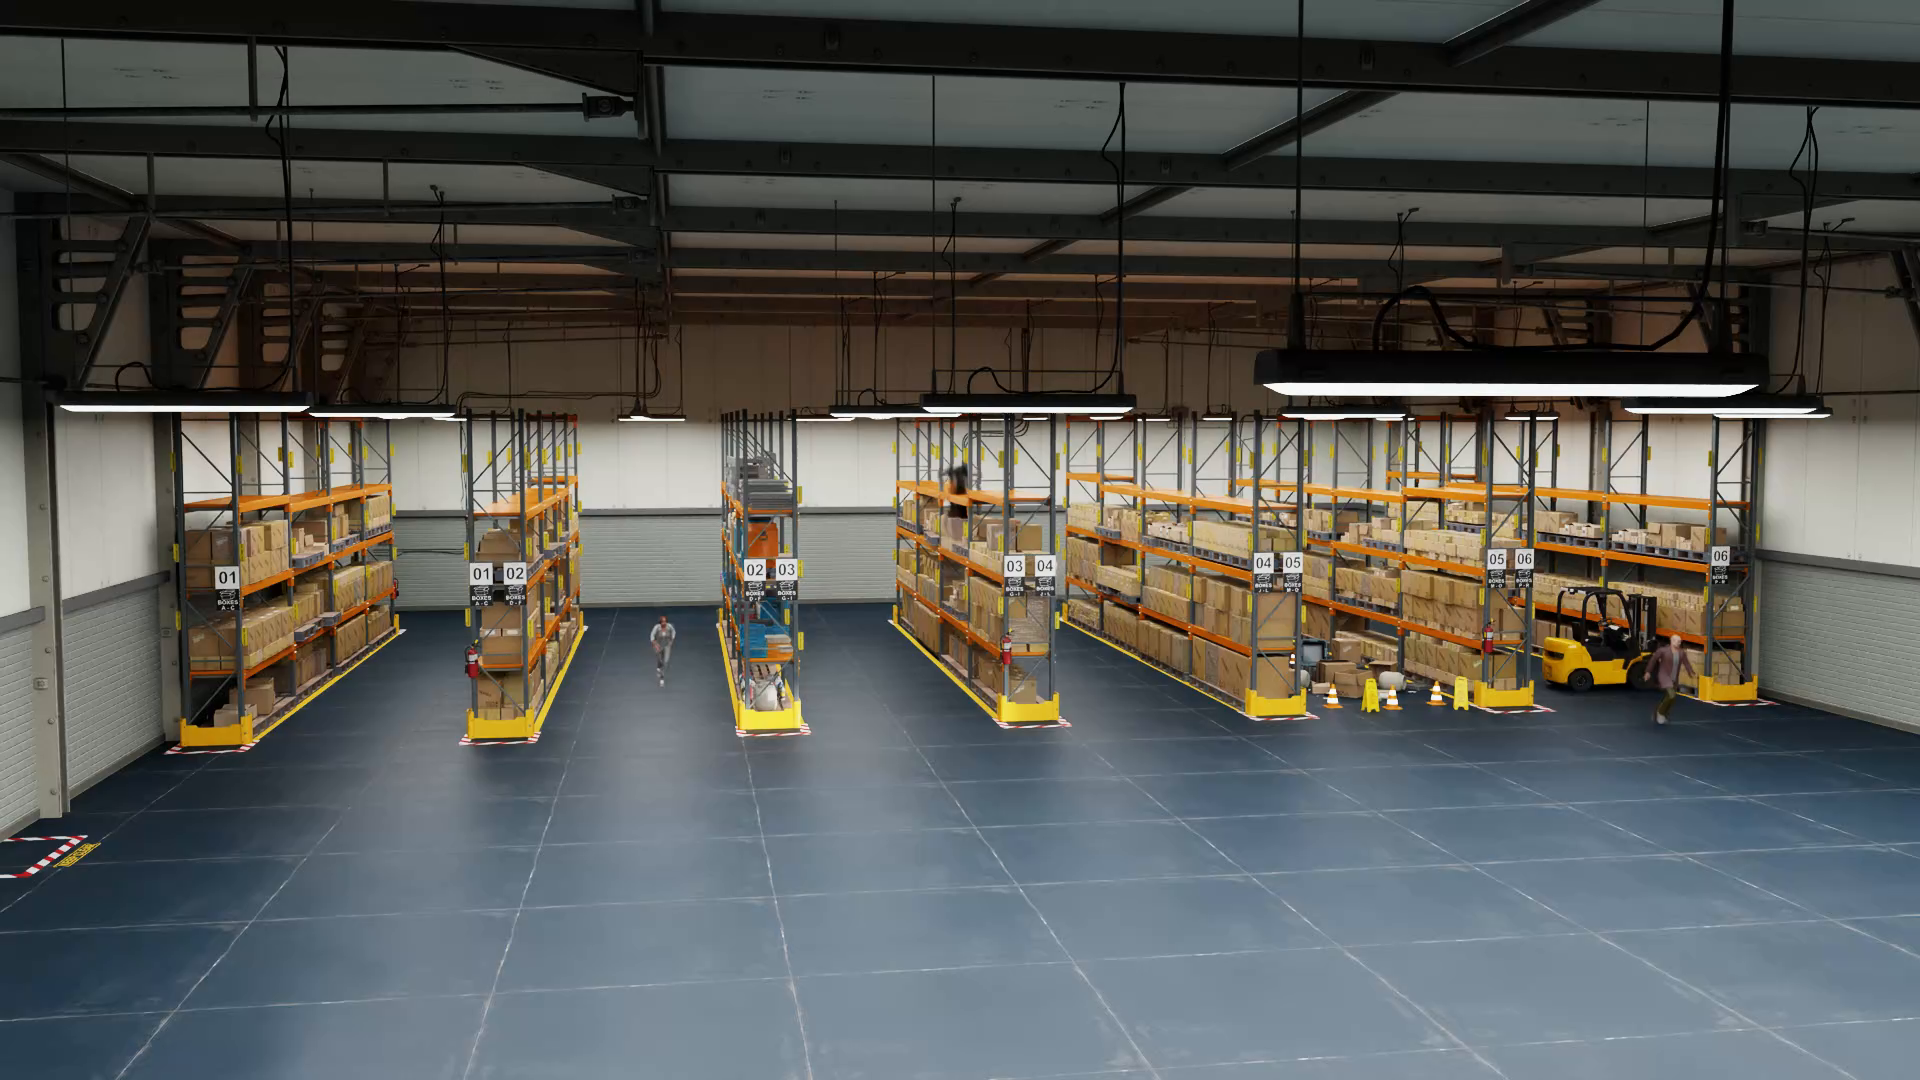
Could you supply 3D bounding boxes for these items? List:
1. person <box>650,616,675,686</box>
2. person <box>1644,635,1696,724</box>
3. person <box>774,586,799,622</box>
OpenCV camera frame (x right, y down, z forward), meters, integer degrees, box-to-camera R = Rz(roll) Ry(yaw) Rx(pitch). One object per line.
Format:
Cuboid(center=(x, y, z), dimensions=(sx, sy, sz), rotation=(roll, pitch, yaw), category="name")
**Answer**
Cuboid(center=(-6.583, 2.415, 36.762), dimensions=(0.550, 1.551, 0.866), rotation=(-1, 4, -20), category="person")
Cuboid(center=(13.484, 2.644, 31.491), dimensions=(0.667, 1.729, 0.876), rotation=(-1, 4, -20), category="person")
Cuboid(center=(-5.134, 1.497, 48.003), dimensions=(0.901, 1.737, 0.761), rotation=(1, 4, 16), category="person")
